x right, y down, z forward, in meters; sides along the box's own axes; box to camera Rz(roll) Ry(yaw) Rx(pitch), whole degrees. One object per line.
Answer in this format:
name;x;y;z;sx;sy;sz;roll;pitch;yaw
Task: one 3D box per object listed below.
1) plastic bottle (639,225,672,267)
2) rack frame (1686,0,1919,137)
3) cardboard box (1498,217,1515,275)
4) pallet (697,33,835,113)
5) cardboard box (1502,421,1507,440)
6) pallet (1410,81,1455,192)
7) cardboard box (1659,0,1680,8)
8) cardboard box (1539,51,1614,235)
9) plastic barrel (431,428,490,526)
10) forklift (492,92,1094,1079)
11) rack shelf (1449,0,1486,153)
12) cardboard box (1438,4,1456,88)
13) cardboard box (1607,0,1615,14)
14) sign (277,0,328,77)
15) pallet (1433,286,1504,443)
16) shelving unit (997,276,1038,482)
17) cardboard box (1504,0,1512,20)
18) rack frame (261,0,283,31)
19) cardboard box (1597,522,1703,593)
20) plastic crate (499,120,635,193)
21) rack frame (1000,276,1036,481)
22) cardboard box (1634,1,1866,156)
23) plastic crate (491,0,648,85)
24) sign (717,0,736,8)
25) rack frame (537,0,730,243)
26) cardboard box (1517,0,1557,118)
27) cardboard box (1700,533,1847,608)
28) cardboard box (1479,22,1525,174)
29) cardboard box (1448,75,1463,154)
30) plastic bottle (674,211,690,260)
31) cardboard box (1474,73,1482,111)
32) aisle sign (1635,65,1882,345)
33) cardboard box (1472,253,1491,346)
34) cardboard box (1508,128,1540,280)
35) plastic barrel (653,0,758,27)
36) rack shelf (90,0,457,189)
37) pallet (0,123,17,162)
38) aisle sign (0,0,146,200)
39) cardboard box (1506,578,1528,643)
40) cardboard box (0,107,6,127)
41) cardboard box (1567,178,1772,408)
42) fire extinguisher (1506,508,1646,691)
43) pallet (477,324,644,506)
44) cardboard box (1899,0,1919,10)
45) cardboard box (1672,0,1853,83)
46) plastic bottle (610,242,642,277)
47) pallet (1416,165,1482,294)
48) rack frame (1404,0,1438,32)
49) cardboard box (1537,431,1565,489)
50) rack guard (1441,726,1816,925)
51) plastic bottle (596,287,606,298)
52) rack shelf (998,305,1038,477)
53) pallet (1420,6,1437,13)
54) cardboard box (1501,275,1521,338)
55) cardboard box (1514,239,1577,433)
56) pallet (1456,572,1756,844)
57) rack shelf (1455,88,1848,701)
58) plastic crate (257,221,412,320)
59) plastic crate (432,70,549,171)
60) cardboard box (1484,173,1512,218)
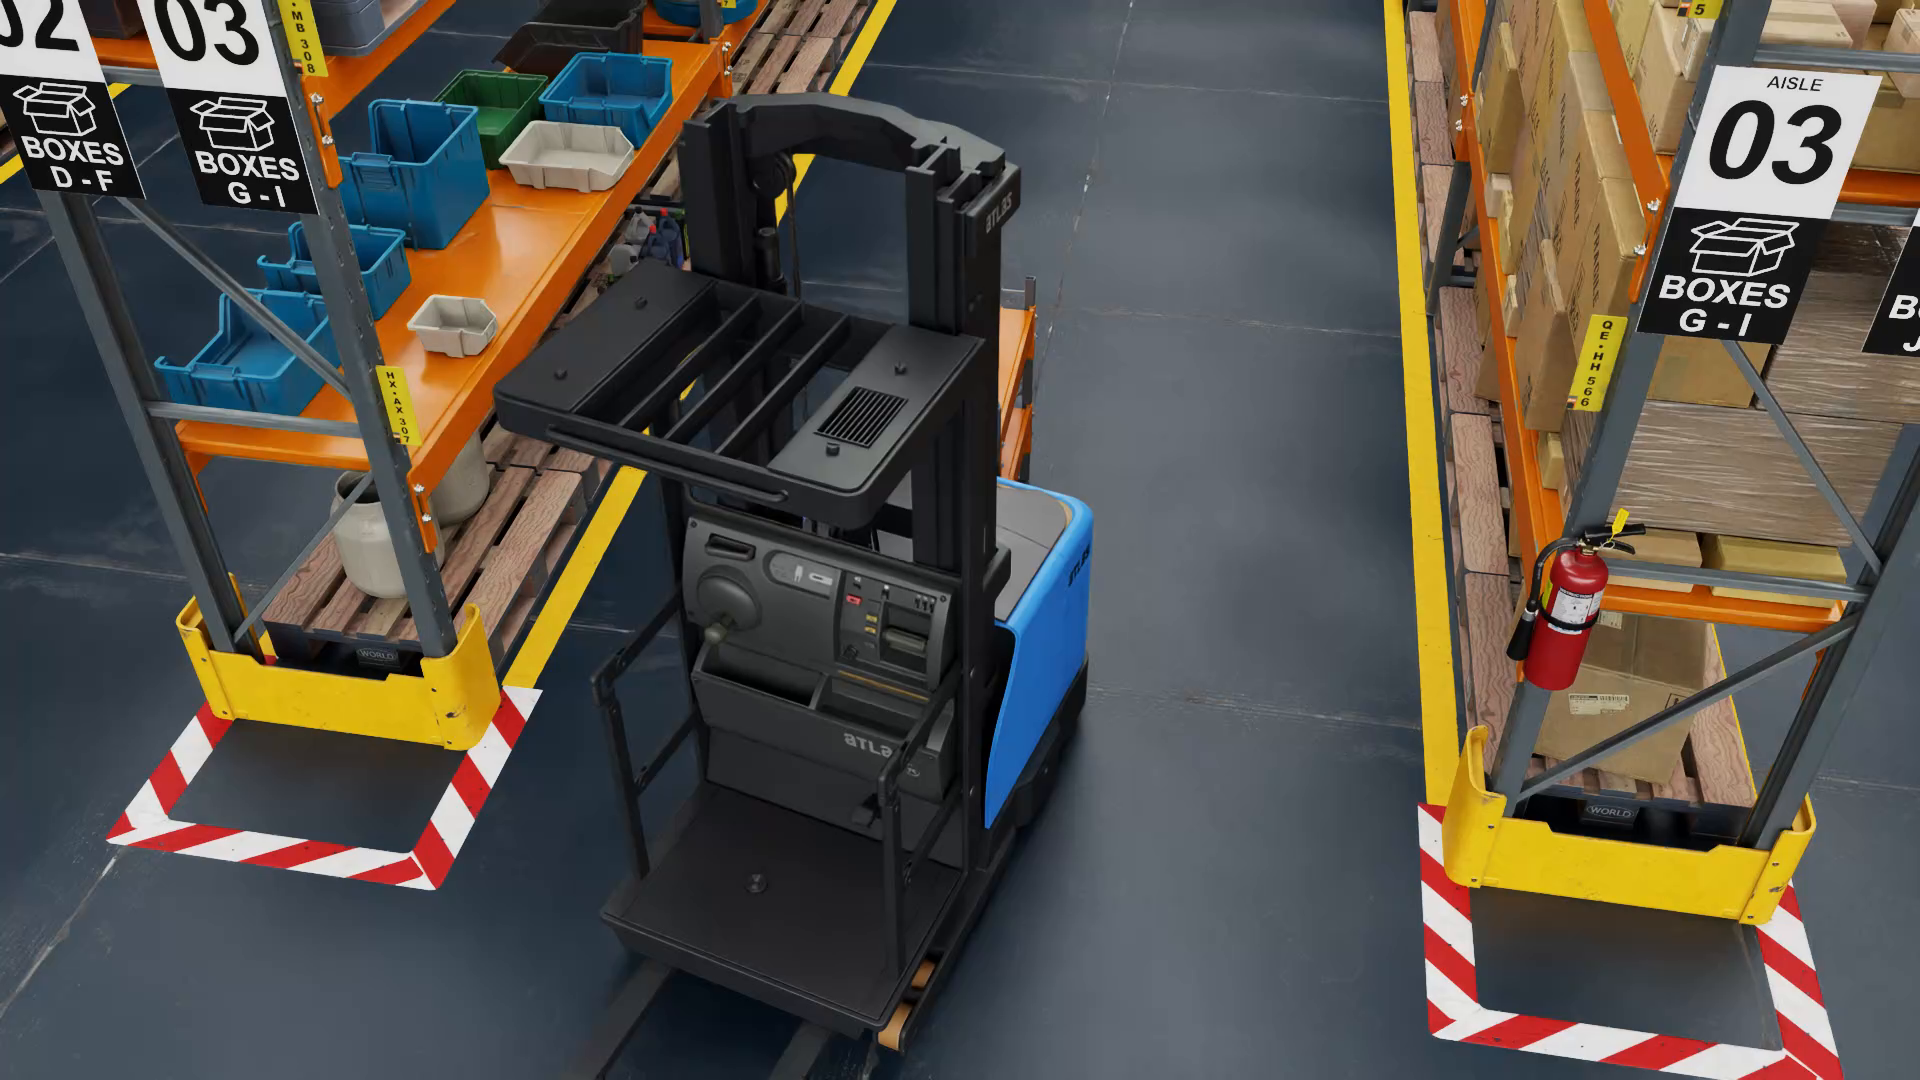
plastic bottle;-1.644;-1.521;8.969;0.144;0.351;0.185;5;40;5
rack frame;2.403;-2.184;3.330;1.000;3.000;0.127;6;40;8
cardboard box;2.515;-1.241;7.094;0.380;0.149;0.250;6;40;8
pallet;-1.477;-3.119;11.357;1.003;0.211;1.213;6;40;8
cardboard box;2.865;-0.576;7.725;0.500;0.500;0.500;3;40;4
pallet;3.437;-2.564;10.686;1.003;0.211;1.213;6;40;8
cardboard box;2.243;-1.667;4.863;0.380;0.149;0.250;5;40;6
cardboard box;2.424;-1.411;6.006;0.500;0.500;0.500;6;40;8
plastic barrel;-2.350;-0.357;7.451;0.421;0.512;0.421;0;40;0
forklift;-0.548;0.284;5.107;1.130;2.935;3.031;16;42;18
rack shelf;3.441;-3.360;10.025;1.077;0.370;4.000;6;40;8
cardboard box;3.607;-3.327;11.036;0.700;0.500;0.500;3;40;4
cardboard box;2.416;-1.935;5.500;0.500;0.250;0.500;7;40;9
sign;-1.934;-1.514;4.867;0.100;0.325;0.005;6;40;8
pallet;3.013;-0.882;8.652;1.003;0.211;1.213;6;40;8
shelving unit;0.001;-0.438;7.397;0.538;1.125;1.048;6;40;8
cardboard box;2.767;-2.667;7.525;0.500;0.500;0.500;6;40;8
rack frame;-2.476;-2.730;3.990;1.000;3.000;0.127;6;40;8
cardboard box;2.249;0.023;5.565;0.380;0.149;0.250;6;40;8
plastic crate;-1.815;-1.780;7.756;0.530;0.136;0.437;6;40;8
rack frame;0.089;-0.757;7.783;0.500;1.125;0.032;6;40;8
cardboard box;2.236;-1.301;4.733;0.500;0.250;0.500;7;40;9
plastic crate;-1.999;-2.590;8.578;0.767;0.338;0.504;6;40;8
sign;-1.243;-2.968;8.768;0.100;0.325;0.005;6;40;8
rack frame;-1.783;-2.929;8.938;1.000;3.000;0.127;6;40;8
cardboard box;2.595;-2.039;6.766;0.500;0.500;0.500;6;40;8
cardboard box;2.687;0.072;5.506;0.380;0.149;0.250;6;40;8
cardboard box;2.835;-1.950;7.443;0.875;0.500;0.500;6;40;8
cardboard box;3.420;-2.620;10.181;0.700;0.500;0.500;3;40;4
plastic bottle;-1.542;-1.713;9.254;0.061;0.283;0.133;8;40;10
cardboard box;2.761;-2.184;8.235;0.380;0.149;0.250;6;40;8
aisle sign;2.097;-0.868;4.406;0.394;0.787;0.004;6;40;8
cardboard box;2.986;-1.334;8.642;0.500;0.500;0.500;5;40;6
cardboard box;2.720;-1.316;6.676;0.875;0.500;0.500;6;40;8
plastic barrel;-1.418;-3.331;9.031;0.600;0.901;0.708;6;40;8
rack shelf;-2.129;-2.552;6.693;1.077;0.370;4.000;6;40;8
pallet;-6.572;-2.869;11.055;1.003;0.211;1.213;6;40;8
aisle sign;-2.781;-1.408;5.059;0.394;0.787;0.004;6;40;8
cardboard box;2.597;0.160;6.834;0.500;0.500;0.500;17;42;19
cardboard box;-6.348;-2.805;10.617;0.500;0.250;0.500;5;40;7
cardboard box;2.254;-0.783;5.247;0.500;0.500;0.500;6;40;8
fire extinguisher;1.929;0.179;5.241;0.296;0.674;0.183;6;40;8
pallet;-2.149;-0.669;8.394;1.003;0.211;1.213;6;40;8
cardboard box;2.818;-1.423;4.568;0.380;0.149;0.250;7;40;9
cardboard box;2.143;-1.333;4.459;0.380;0.149;0.250;6;40;8
plastic bottle;-1.794;-1.493;8.994;0.152;0.276;0.135;6;40;8
pallet;3.228;-1.797;9.757;1.003;0.211;1.213;6;40;8
rack frame;3.787;-4.893;11.314;1.000;3.000;0.127;6;40;8
cardboard box;2.285;-0.296;5.952;0.380;0.149;0.250;6;40;8
rack guard;2.416;1.044;6.096;1.175;0.500;0.348;6;40;8
plastic bottle;-1.837;-1.202;8.636;0.061;0.283;0.133;6;40;8
rack shelf;0.001;-0.663;7.210;0.538;0.278;1.000;6;40;8
pallet;3.998;-4.305;12.791;1.003;0.211;1.213;6;40;8
cardboard box;2.405;-0.930;6.718;0.380;0.149;0.250;6;40;8
cardboard box;2.493;-0.695;5.924;0.875;0.500;0.500;6;40;8
pallet;2.591;0.649;6.800;1.003;0.211;1.213;6;40;8
rack shelf;2.749;-0.850;6.989;1.077;0.370;4.000;6;40;8
plastic crate;-2.566;-1.115;6.861;0.499;0.251;0.408;6;40;8
plastic crate;-2.296;-2.026;8.013;0.450;0.188;0.662;6;40;8
cardboard box;2.572;-1.558;7.478;0.380;0.149;0.250;6;40;8
